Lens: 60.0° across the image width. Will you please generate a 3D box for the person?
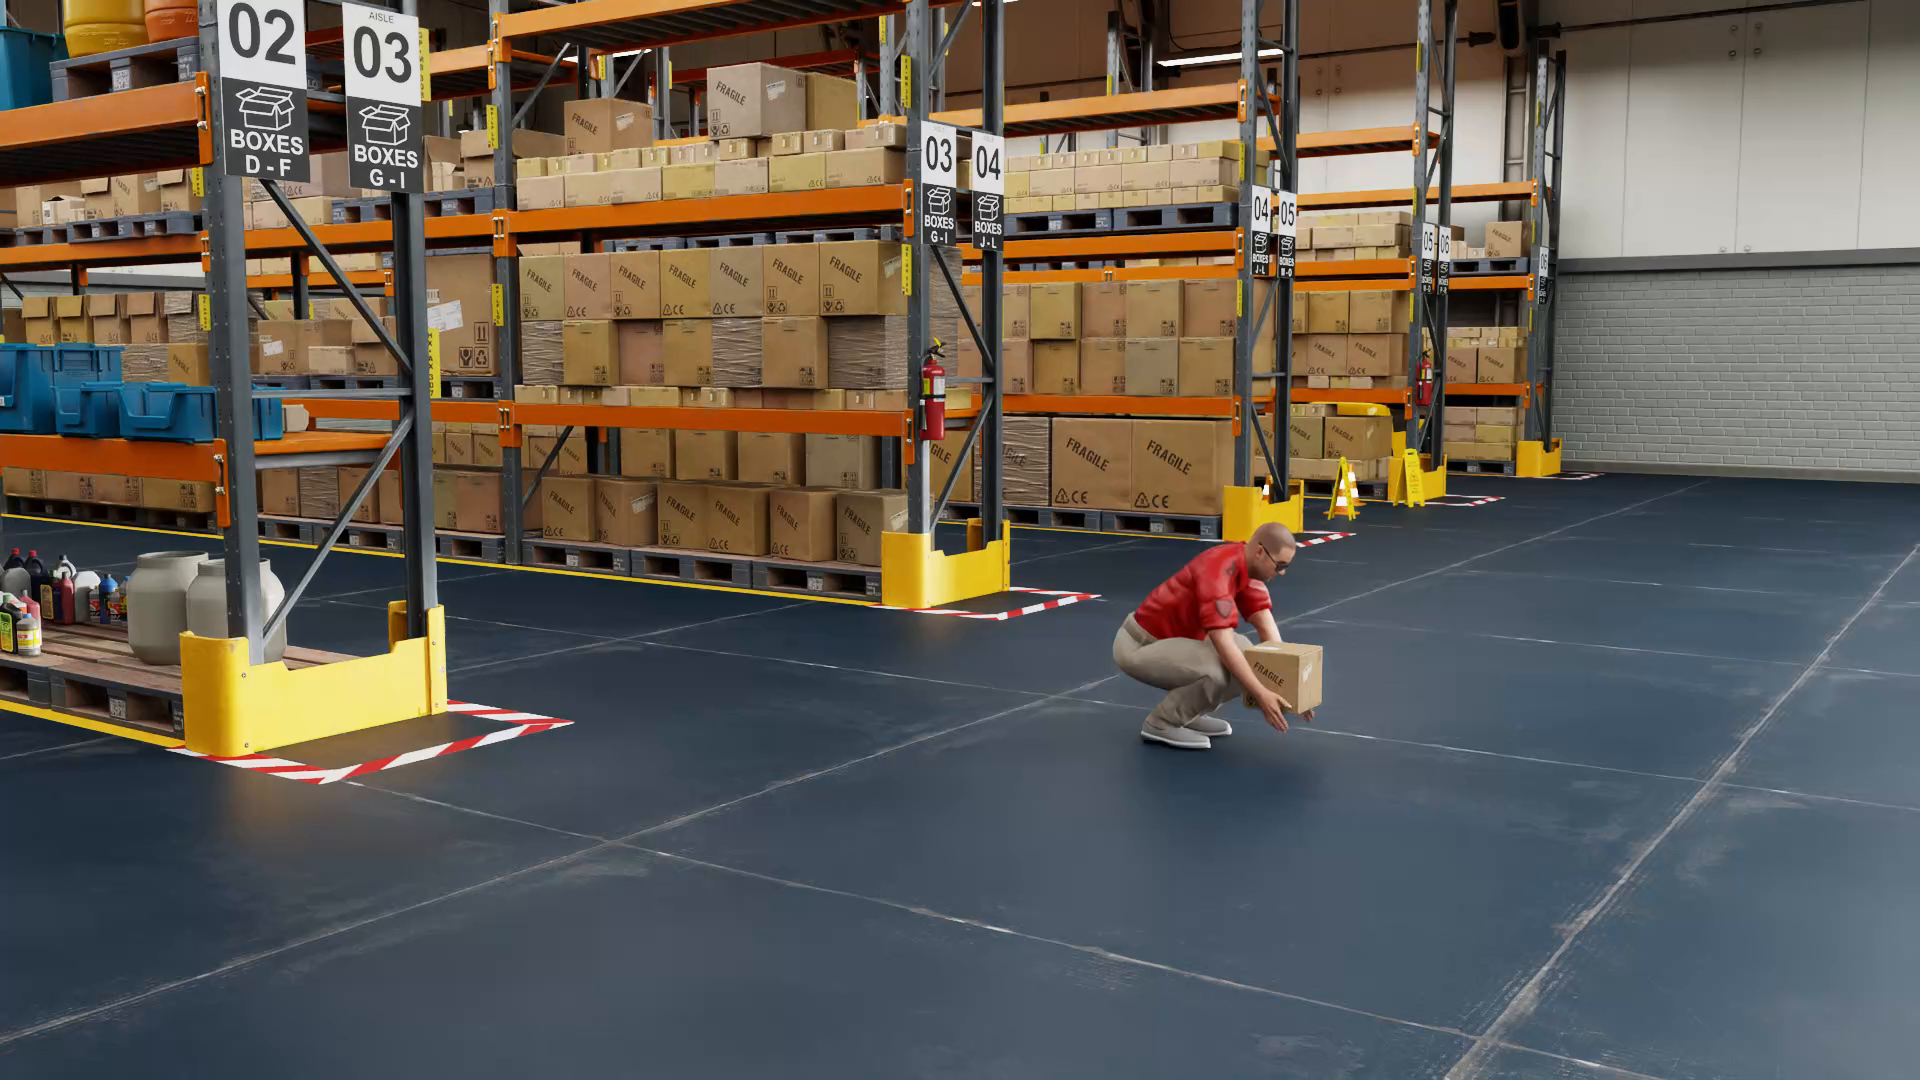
[{"bbox_3d":[1.096,0.401,7.192,0.859,0.983,0.545,4,7,33],"label":"person"}]
